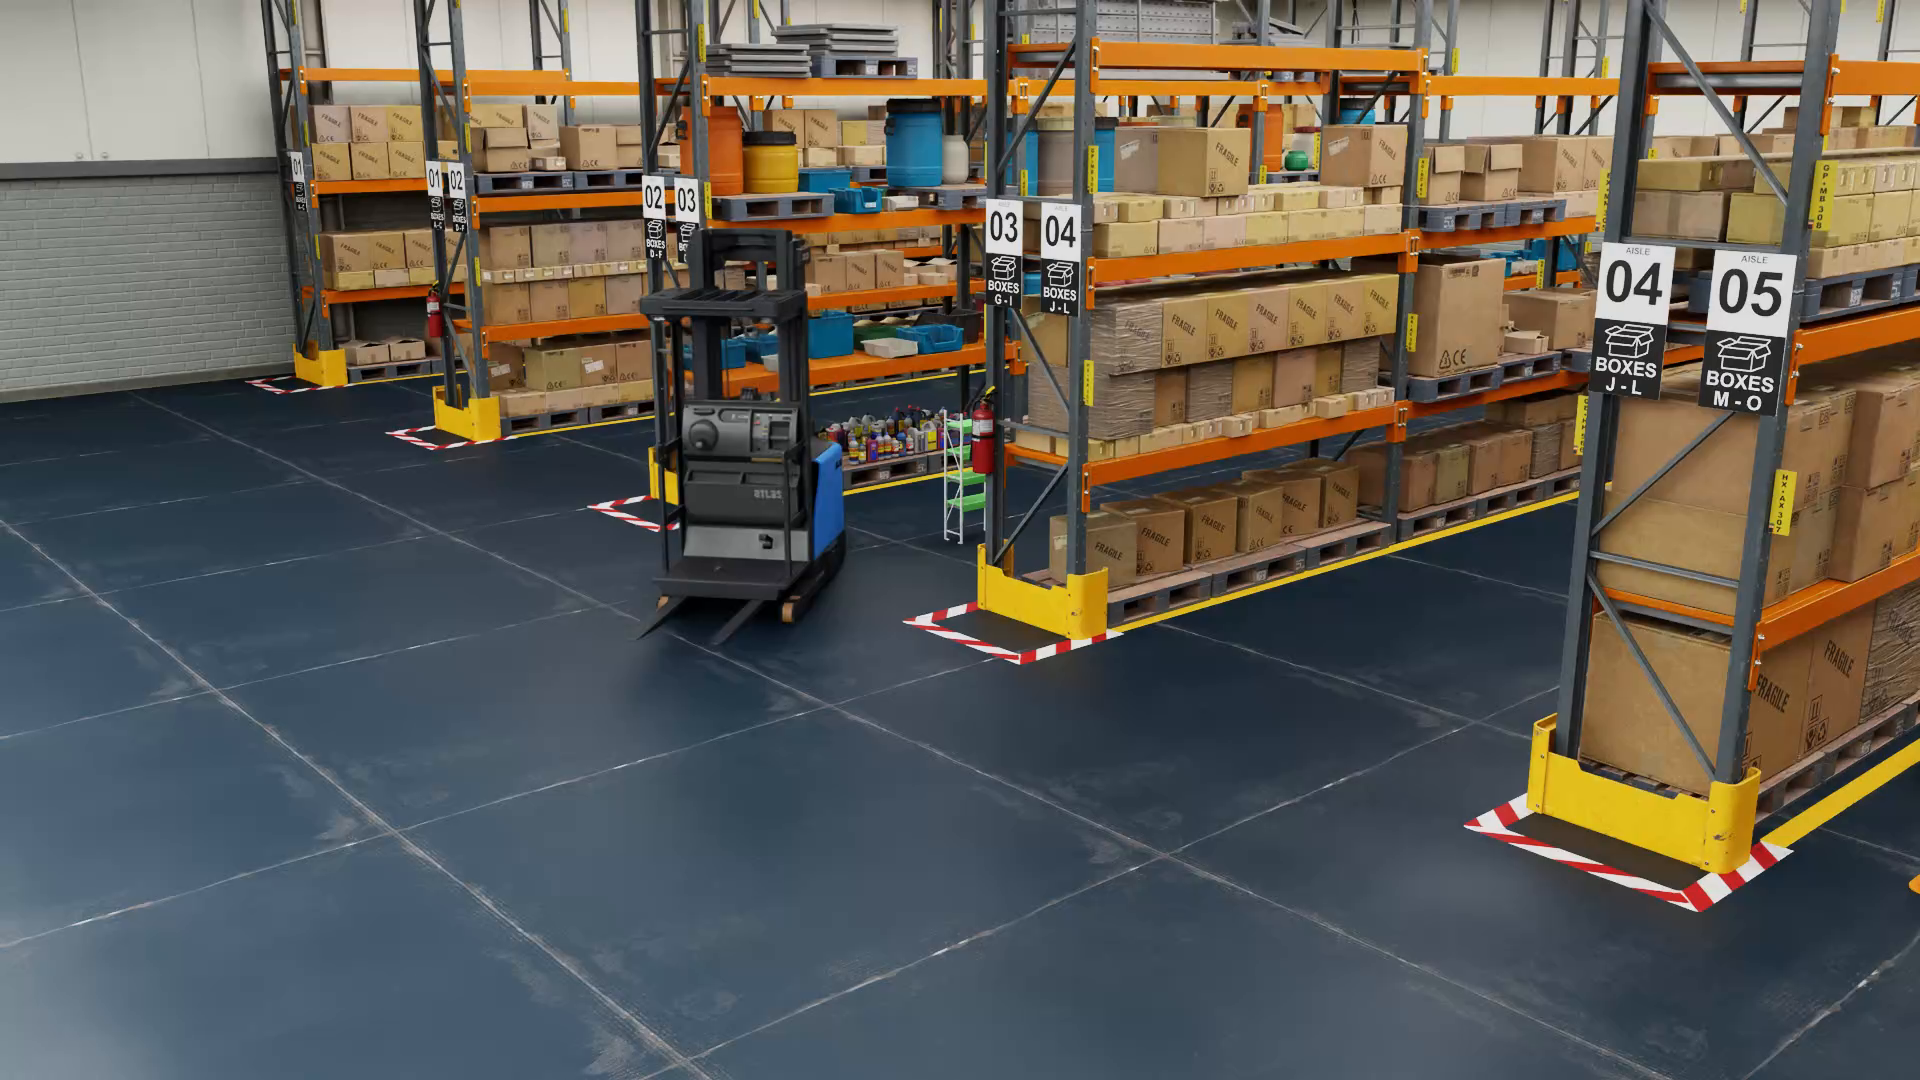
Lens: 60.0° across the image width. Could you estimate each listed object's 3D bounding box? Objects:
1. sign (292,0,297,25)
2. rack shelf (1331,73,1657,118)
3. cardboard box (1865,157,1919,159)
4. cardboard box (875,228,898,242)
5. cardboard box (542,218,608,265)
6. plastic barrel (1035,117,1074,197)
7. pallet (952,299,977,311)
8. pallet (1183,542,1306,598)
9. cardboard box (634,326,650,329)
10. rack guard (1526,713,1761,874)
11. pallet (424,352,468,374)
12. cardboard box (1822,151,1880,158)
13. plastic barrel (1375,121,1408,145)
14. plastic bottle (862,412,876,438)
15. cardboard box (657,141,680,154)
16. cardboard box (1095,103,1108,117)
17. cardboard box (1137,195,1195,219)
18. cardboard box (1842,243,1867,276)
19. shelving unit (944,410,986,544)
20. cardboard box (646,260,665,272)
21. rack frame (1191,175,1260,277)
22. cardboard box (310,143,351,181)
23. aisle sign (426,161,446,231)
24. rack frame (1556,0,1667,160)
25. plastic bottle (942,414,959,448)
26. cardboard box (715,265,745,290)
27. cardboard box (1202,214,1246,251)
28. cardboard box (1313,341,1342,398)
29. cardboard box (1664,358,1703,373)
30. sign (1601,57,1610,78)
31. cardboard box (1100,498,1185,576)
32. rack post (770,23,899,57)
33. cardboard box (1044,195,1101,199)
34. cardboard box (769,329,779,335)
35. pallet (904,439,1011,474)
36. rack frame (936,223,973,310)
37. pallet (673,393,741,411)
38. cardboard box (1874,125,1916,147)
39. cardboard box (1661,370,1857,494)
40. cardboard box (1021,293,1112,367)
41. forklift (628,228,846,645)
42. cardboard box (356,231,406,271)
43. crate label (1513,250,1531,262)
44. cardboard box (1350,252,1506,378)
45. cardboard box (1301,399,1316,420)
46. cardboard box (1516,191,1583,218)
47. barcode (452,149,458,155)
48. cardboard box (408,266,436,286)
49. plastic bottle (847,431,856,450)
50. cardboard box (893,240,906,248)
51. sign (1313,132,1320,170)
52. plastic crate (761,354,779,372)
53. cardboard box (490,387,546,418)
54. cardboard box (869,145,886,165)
[{"bbox_3d":[-8.829,-6.998,22.046,0.005,0.325,0.100,-13,19,-39],"label":"sign"},{"bbox_3d":[5.096,-4.196,15.692,4.000,0.370,1.077,-13,19,-39],"label":"rack shelf"},{"bbox_3d":[5.170,-2.014,9.098,0.250,0.149,0.380,-13,20,-40],"label":"cardboard box"},{"bbox_3d":[-1.452,-5.565,29.463,0.500,0.500,0.500,-12,19,-38],"label":"cardboard box"},{"bbox_3d":[-4.757,-3.688,20.537,0.500,0.500,0.700,-13,19,-39],"label":"cardboard box"},{"bbox_3d":[1.070,-4.395,19.107,0.600,0.901,0.600,0,15,0],"label":"plastic barrel"},{"bbox_3d":[0.493,-4.515,31.742,1.213,0.211,1.003,-13,19,-39],"label":"pallet"},{"bbox_3d":[2.183,0.176,14.184,1.213,0.211,1.003,-13,19,-39],"label":"pallet"},{"bbox_3d":[-5.266,-3.623,26.993,0.500,0.500,0.700,-13,20,-40],"label":"cardboard box"},{"bbox_3d":[3.731,1.372,9.145,0.348,0.500,1.175,-13,19,-39],"label":"rack guard"},{"bbox_3d":[-7.572,-2.717,25.014,1.213,0.211,1.003,-13,19,-39],"label":"pallet"},{"bbox_3d":[5.310,-2.270,10.058,0.250,0.149,0.380,-13,20,-39],"label":"cardboard box"},{"bbox_3d":[5.816,-5.368,22.544,0.600,0.588,0.600,0,15,0],"label":"plastic barrel"},{"bbox_3d":[-1.008,-1.237,18.349,0.185,0.351,0.144,-13,20,-40],"label":"plastic bottle"},{"bbox_3d":[-3.873,-4.980,21.358,0.500,0.311,0.500,-14,20,-42],"label":"cardboard box"},{"bbox_3d":[2.512,-8.239,32.299,0.500,0.500,0.500,-13,20,-40],"label":"cardboard box"},{"bbox_3d":[1.550,-2.518,12.568,0.250,0.149,0.380,-12,19,-37],"label":"cardboard box"},{"bbox_3d":[4.410,-1.458,8.561,0.250,0.149,0.380,-12,19,-39],"label":"cardboard box"},{"bbox_3d":[0.125,-0.608,15.200,0.503,1.200,0.258,-13,19,-39],"label":"shelving unit"},{"bbox_3d":[-3.936,-3.488,21.046,0.250,0.149,0.380,-12,19,-38],"label":"cardboard box"},{"bbox_3d":[3.353,-3.142,21.200,0.127,3.000,1.000,-13,19,-39],"label":"rack frame"},{"bbox_3d":[-8.769,-5.230,22.974,0.500,0.500,0.500,-12,19,-38],"label":"cardboard box"},{"bbox_3d":[-6.173,-4.054,19.576,0.004,0.787,0.394,-13,19,-39],"label":"aisle sign"},{"bbox_3d":[6.605,-5.076,16.816,0.127,3.000,1.000,-13,19,-39],"label":"rack frame"},{"bbox_3d":[-0.105,-1.199,18.208,0.185,0.351,0.144,-14,20,-42],"label":"plastic bottle"},{"bbox_3d":[-3.243,-3.401,21.977,0.500,0.500,0.700,-13,20,-41],"label":"cardboard box"},{"bbox_3d":[1.864,-2.402,12.909,0.500,0.250,0.500,-13,20,-40],"label":"cardboard box"},{"bbox_3d":[2.807,-1.550,14.470,0.500,0.500,0.875,-13,19,-39],"label":"cardboard box"},{"bbox_3d":[7.817,-1.616,18.792,0.875,0.875,1.225,-13,19,-39],"label":"cardboard box"},{"bbox_3d":[9.762,-7.135,25.150,0.005,0.325,0.100,-13,19,-39],"label":"sign"},{"bbox_3d":[1.480,-0.028,13.573,0.500,0.500,0.500,-7,17,-25],"label":"cardboard box"},{"bbox_3d":[-1.240,-4.983,16.613,0.954,0.300,0.937,-13,20,-40],"label":"rack post"},{"bbox_3d":[0.848,-2.521,12.580,0.250,0.149,0.380,-13,20,-41],"label":"cardboard box"},{"bbox_3d":[-2.407,-2.788,23.304,0.500,0.311,0.500,-12,19,-38],"label":"cardboard box"},{"bbox_3d":[-0.198,-1.011,18.627,1.213,0.211,1.003,-13,19,-39],"label":"pallet"},{"bbox_3d":[-0.132,-5.748,30.957,0.127,3.000,1.000,-13,19,-39],"label":"rack frame"},{"bbox_3d":[-3.540,-1.956,22.162,1.213,0.211,1.003,-13,19,-39],"label":"pallet"},{"bbox_3d":[12.283,-5.183,21.828,0.500,0.500,0.700,-14,21,-43],"label":"cardboard box"},{"bbox_3d":[4.409,-0.600,9.302,0.550,0.550,0.875,-13,19,-39],"label":"cardboard box"},{"bbox_3d":[0.822,-1.639,12.865,0.500,0.500,0.500,-13,19,-39],"label":"cardboard box"},{"bbox_3d":[-1.757,-0.870,12.829,1.130,2.935,3.031,3,15,10],"label":"forklift"},{"bbox_3d":[-8.248,-4.119,23.657,0.500,0.500,0.500,-13,19,-39],"label":"cardboard box"},{"bbox_3d":[8.986,-4.467,26.371,0.303,0.233,0.416,-13,19,-39],"label":"crate label"},{"bbox_3d":[4.278,-2.100,15.323,1.000,1.000,1.000,-12,19,-39],"label":"cardboard box"},{"bbox_3d":[2.805,-1.133,14.166,0.250,0.149,0.380,-13,19,-39],"label":"cardboard box"},{"bbox_3d":[5.661,-3.255,16.101,0.500,0.250,0.500,-12,19,-38],"label":"cardboard box"},{"bbox_3d":[-6.019,-4.626,19.820,0.075,0.075,0.001,-13,19,-39],"label":"barcode"},{"bbox_3d":[-7.838,-3.849,24.100,0.500,0.250,0.500,-13,20,-40],"label":"cardboard box"},{"bbox_3d":[-1.175,-1.083,18.064,0.097,0.201,0.097,0,15,0],"label":"plastic bottle"},{"bbox_3d":[-1.189,-5.317,29.793,0.250,0.149,0.380,-13,20,-41],"label":"cardboard box"},{"bbox_3d":[3.220,-3.497,14.951,0.005,0.325,0.100,-13,19,-39],"label":"sign"},{"bbox_3d":[-1.795,-1.748,16.493,0.250,0.136,0.298,-13,19,-39],"label":"plastic crate"},{"bbox_3d":[-5.380,-1.674,20.217,0.500,0.250,0.500,-13,19,-39],"label":"cardboard box"},{"bbox_3d":[-1.023,-5.412,23.362,0.500,0.250,0.500,-13,20,-40],"label":"cardboard box"}]
